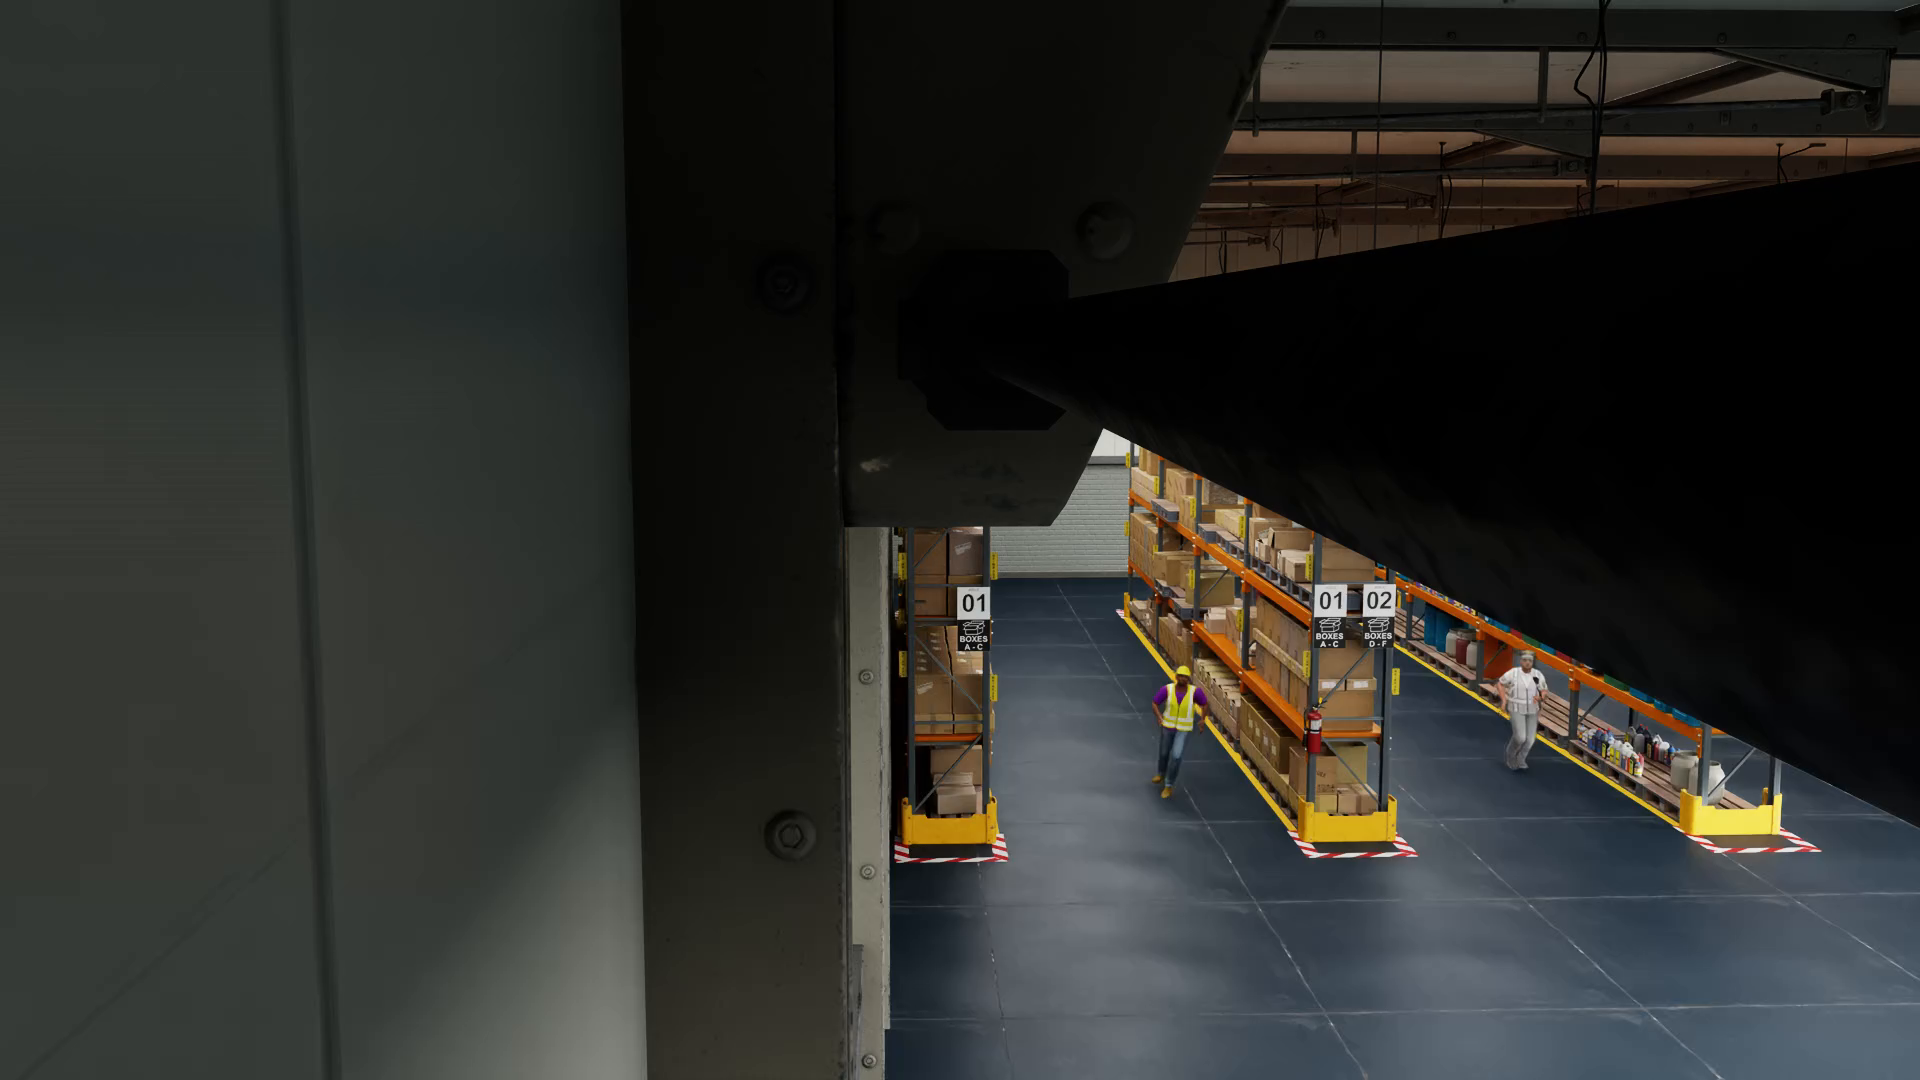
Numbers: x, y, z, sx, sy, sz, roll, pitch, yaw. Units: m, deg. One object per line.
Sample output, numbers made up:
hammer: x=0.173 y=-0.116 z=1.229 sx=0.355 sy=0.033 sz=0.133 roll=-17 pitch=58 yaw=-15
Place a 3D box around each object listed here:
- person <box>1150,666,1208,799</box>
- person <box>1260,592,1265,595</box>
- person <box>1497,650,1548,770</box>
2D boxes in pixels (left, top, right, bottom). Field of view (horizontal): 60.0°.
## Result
person: x=2.963 y=2.586 z=22.612 sx=0.769 sy=1.790 sz=0.758 roll=2 pitch=8 yaw=14
person: x=5.954 y=1.480 z=31.352 sx=0.640 sy=1.769 sz=0.829 roll=0 pitch=7 yaw=0
person: x=8.041 y=2.431 z=23.669 sx=0.631 sy=1.754 sz=0.660 roll=0 pitch=7 yaw=0
